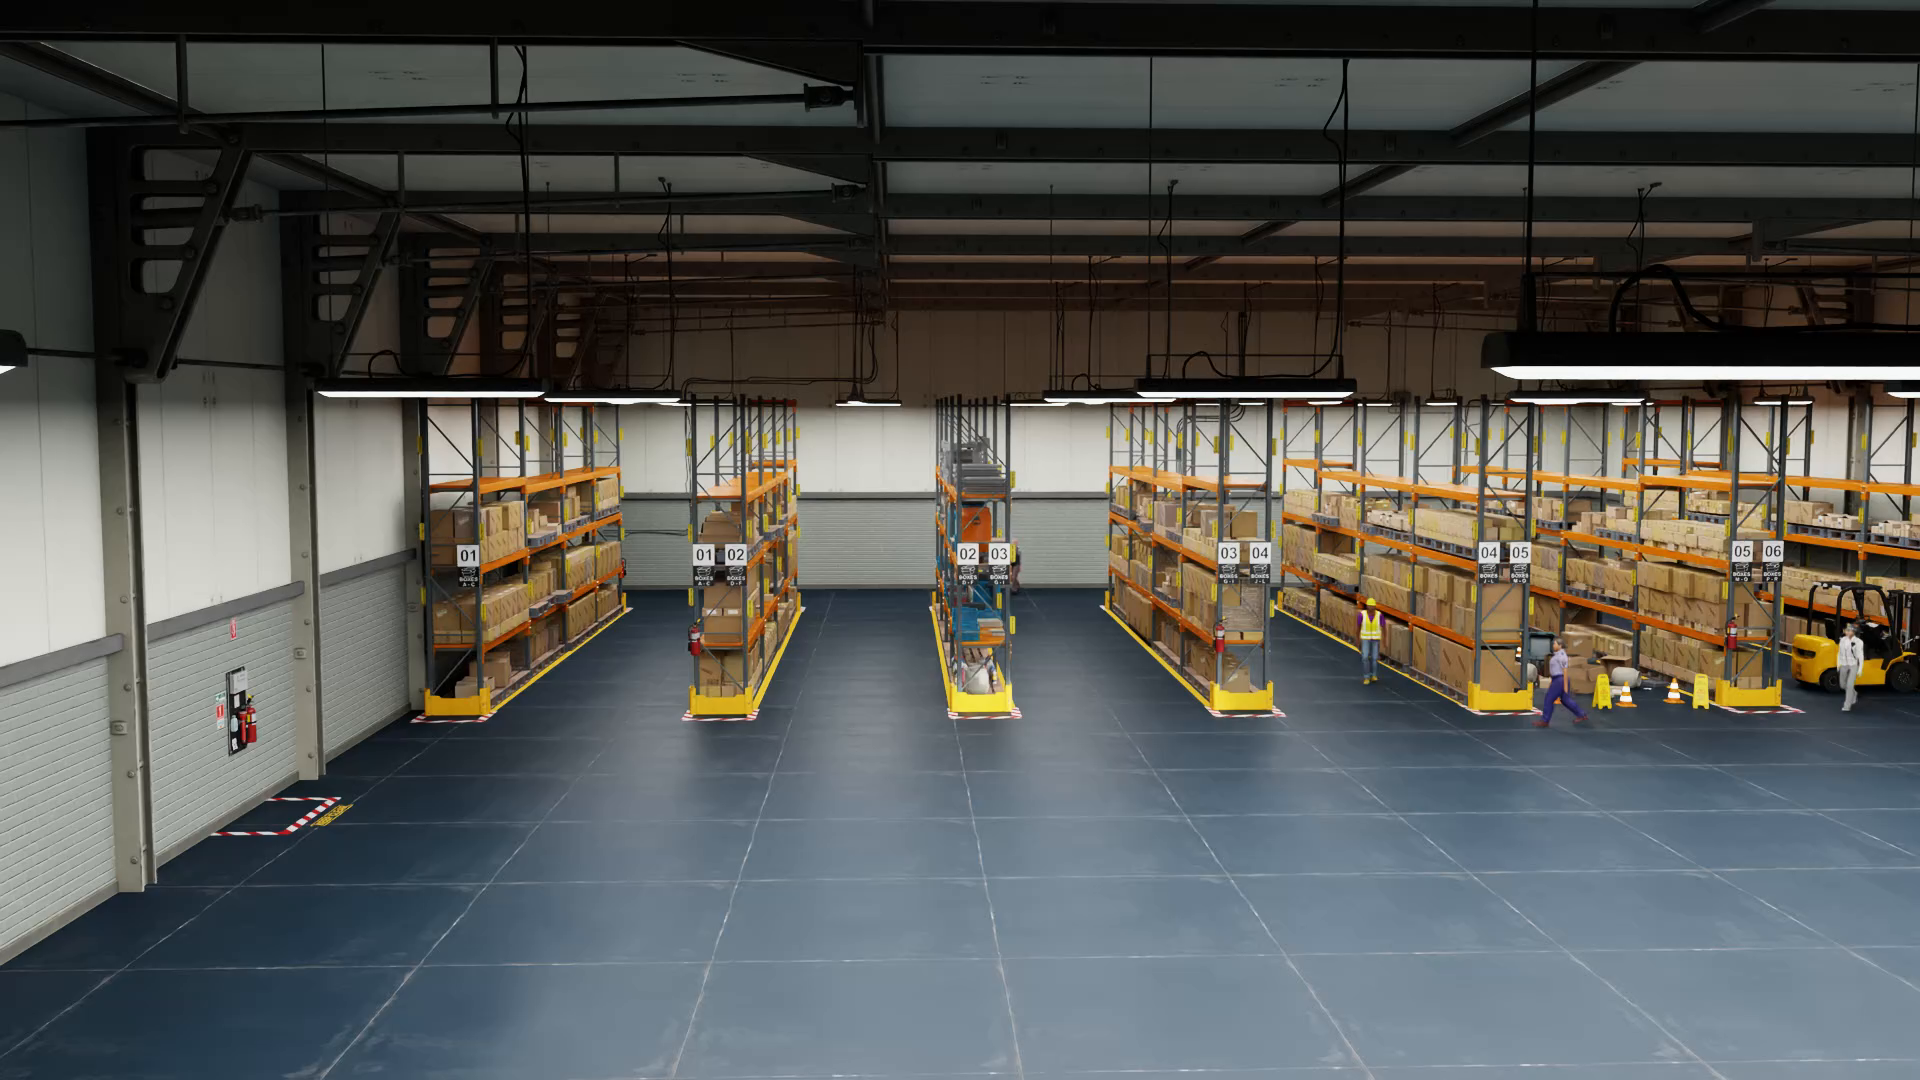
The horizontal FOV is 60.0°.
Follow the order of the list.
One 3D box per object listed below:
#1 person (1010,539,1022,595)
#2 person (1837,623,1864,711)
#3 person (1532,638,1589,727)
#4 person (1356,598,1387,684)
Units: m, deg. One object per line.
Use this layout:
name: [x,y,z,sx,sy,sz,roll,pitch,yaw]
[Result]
person: [1.695,0.814,51.339,0.531,1.708,0.592,4,6,44]
person: [16.962,2.388,31.631,0.772,1.656,0.493,-4,6,-38]
person: [10.829,2.560,29.938,1.016,1.598,0.484,1,5,10]
person: [8.616,2.121,34.828,0.622,1.823,0.544,1,5,10]
